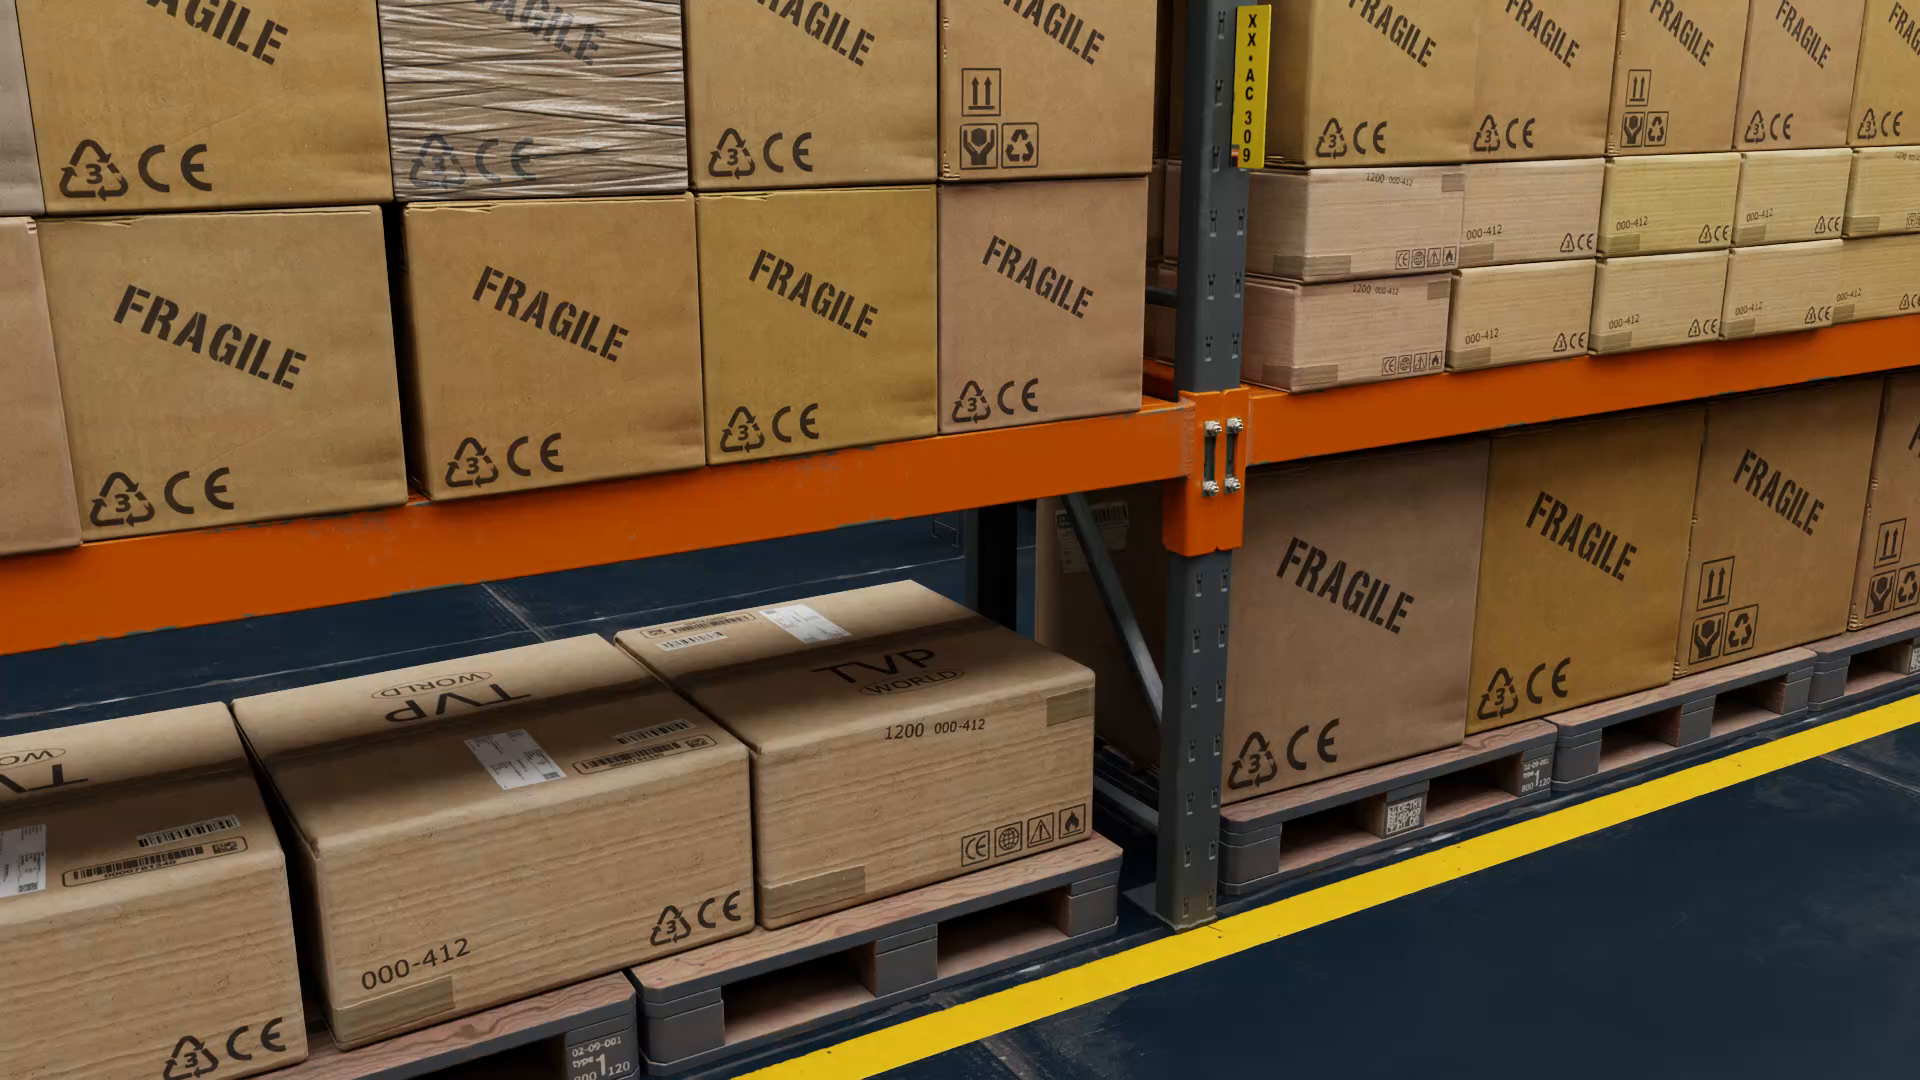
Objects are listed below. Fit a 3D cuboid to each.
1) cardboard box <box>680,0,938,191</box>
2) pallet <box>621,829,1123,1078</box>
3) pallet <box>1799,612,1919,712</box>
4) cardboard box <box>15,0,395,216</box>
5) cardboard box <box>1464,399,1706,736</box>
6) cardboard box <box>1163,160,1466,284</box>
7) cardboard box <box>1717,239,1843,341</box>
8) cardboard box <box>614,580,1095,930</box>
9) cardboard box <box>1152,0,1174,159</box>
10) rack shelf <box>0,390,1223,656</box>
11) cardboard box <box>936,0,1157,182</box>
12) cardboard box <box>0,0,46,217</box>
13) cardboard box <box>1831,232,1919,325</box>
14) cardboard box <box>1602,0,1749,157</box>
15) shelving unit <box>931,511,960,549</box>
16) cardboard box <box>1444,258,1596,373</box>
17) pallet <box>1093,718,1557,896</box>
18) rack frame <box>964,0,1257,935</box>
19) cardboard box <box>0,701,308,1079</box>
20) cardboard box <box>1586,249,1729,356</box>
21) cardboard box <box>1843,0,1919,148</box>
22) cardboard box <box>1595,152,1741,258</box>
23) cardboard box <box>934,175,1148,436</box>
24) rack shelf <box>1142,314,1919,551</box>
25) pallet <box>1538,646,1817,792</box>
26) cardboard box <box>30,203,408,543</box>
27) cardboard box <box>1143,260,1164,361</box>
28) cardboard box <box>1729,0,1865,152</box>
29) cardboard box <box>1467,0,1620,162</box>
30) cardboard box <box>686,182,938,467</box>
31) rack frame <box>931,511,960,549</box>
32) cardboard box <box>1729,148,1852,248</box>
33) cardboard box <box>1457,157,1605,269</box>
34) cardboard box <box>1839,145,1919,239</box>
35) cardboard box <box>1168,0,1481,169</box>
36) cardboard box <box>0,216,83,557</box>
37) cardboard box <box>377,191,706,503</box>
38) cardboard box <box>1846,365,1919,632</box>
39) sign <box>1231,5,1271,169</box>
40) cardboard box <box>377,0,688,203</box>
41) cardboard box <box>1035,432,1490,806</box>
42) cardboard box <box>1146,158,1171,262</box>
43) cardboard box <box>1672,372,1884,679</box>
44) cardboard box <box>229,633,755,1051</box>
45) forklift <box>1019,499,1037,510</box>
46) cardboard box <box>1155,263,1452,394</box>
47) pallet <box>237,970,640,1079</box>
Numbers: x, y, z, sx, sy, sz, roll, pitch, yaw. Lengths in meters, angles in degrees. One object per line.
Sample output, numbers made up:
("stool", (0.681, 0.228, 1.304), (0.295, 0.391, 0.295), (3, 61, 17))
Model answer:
("cardboard box", (-0.383, -0.947, 3.192), (0.500, 0.500, 0.500), (-10, 18, -31))
("pallet", (-0.374, 0.815, 4.112), (1.213, 0.211, 1.003), (-9, 18, -30))
("pallet", (3.032, 0.263, 6.079), (1.213, 0.211, 1.003), (-9, 18, -30))
("cardboard box", (-1.249, -0.806, 2.690), (0.500, 0.500, 0.500), (-9, 18, -29))
("cardboard box", (1.578, -0.027, 5.106), (0.875, 0.875, 0.875), (-9, 18, -28))
("cardboard box", (0.840, -0.780, 3.986), (0.500, 0.250, 0.500), (-10, 18, -31))
("cardboard box", (2.155, -0.750, 4.807), (0.500, 0.250, 0.500), (-10, 18, -31))
("cardboard box", (-0.276, 0.479, 4.114), (0.875, 0.438, 0.875), (-10, 18, -31))
("cardboard box", (0.572, -1.265, 4.328), (0.500, 0.500, 0.500), (-9, 18, -28))
("rack shelf", (-1.396, 0.009, 3.153), (4.000, 0.370, 1.077), (-9, 18, -30))
("cardboard box", (0.056, -1.015, 3.437), (0.500, 0.500, 0.500), (-9, 18, -30))
("cardboard box", (-1.676, -0.737, 2.442), (0.500, 0.500, 0.500), (-9, 18, -30))
("cardboard box", (2.577, -0.828, 5.084), (0.500, 0.250, 0.500), (-9, 18, -30))
("cardboard box", (1.696, -1.286, 4.402), (0.500, 0.500, 0.500), (-10, 18, -31))
("shelving unit", (0.012, -0.580, 7.255), (0.189, 1.200, 0.258), (-9, 18, -30))
("cardboard box", (1.274, -0.616, 4.326), (0.500, 0.250, 0.500), (-10, 18, -31))
("pallet", (0.941, 0.603, 4.869), (1.213, 0.211, 1.003), (-9, 18, -30))
("rack frame", (0.318, -0.615, 4.048), (0.127, 3.000, 1.000), (-9, 18, -30))
("cardboard box", (-1.816, 0.728, 3.224), (0.875, 0.438, 0.875), (-9, 18, -28))
("cardboard box", (1.721, -0.683, 4.567), (0.500, 0.250, 0.500), (-9, 18, -30))
("cardboard box", (2.574, -1.428, 4.908), (0.500, 0.500, 0.500), (-9, 18, -30))
("cardboard box", (1.719, -0.923, 4.496), (0.500, 0.250, 0.500), (-9, 18, -29))
("cardboard box", (0.052, -0.540, 3.593), (0.500, 0.500, 0.500), (-9, 18, -29))
("rack shelf", (2.032, -0.547, 5.137), (4.000, 0.370, 1.077), (-9, 18, -30))
("pallet", (1.987, 0.432, 5.478), (1.213, 0.211, 1.003), (-9, 18, -30))
("cardboard box", (-1.266, -0.325, 2.825), (0.500, 0.500, 0.500), (-9, 18, -28))
("cardboard box", (0.573, -0.664, 4.498), (0.500, 0.250, 0.500), (-10, 18, -31))
("cardboard box", (2.136, -1.359, 4.664), (0.500, 0.500, 0.500), (-10, 18, -31))
("cardboard box", (1.265, -1.217, 4.155), (0.500, 0.500, 0.500), (-9, 18, -30))
("cardboard box", (-0.386, -0.467, 3.334), (0.500, 0.500, 0.500), (-10, 18, -31))
("rack frame", (-0.066, -0.567, 7.210), (0.006, 1.200, 0.240), (-9, 18, -30))
("cardboard box", (2.151, -0.994, 4.748), (0.500, 0.250, 0.500), (-10, 18, -31))
("cardboard box", (1.273, -0.859, 4.268), (0.500, 0.250, 0.500), (-9, 18, -29))
("cardboard box", (2.596, -1.066, 5.006), (0.500, 0.250, 0.500), (-10, 18, -31))
("cardboard box", (0.843, -1.140, 3.880), (0.500, 0.500, 0.500), (-9, 18, -29))
("cardboard box", (-1.687, -0.251, 2.563), (0.500, 0.500, 0.500), (-9, 18, -30))
("cardboard box", (-0.810, -0.394, 3.072), (0.500, 0.500, 0.500), (-10, 18, -31))
("cardboard box", (3.112, -0.274, 5.987), (0.875, 0.875, 0.875), (-9, 18, -30))
("sign", (0.605, -0.942, 3.463), (0.005, 0.325, 0.100), (-9, 18, -30))
("cardboard box", (-0.815, -0.874, 2.932), (0.500, 0.500, 0.500), (-9, 18, -29))
("cardboard box", (0.808, 0.101, 4.651), (0.875, 0.875, 0.875), (-9, 18, -28))
("cardboard box", (0.571, -0.901, 4.420), (0.500, 0.250, 0.500), (-9, 18, -30))
("cardboard box", (2.345, -0.151, 5.549), (0.875, 0.875, 0.875), (-9, 18, -29))
("cardboard box", (-1.043, 0.603, 3.670), (0.875, 0.438, 0.875), (-10, 18, -31))
("forklift", (1.742, -1.637, 7.819), (3.031, 2.935, 1.130), (-7, 17, -25))
("cardboard box", (0.831, -0.543, 4.068), (0.500, 0.250, 0.500), (-10, 18, -31))
("pallet", (-1.421, 0.986, 3.503), (1.213, 0.211, 1.003), (-9, 18, -30))
